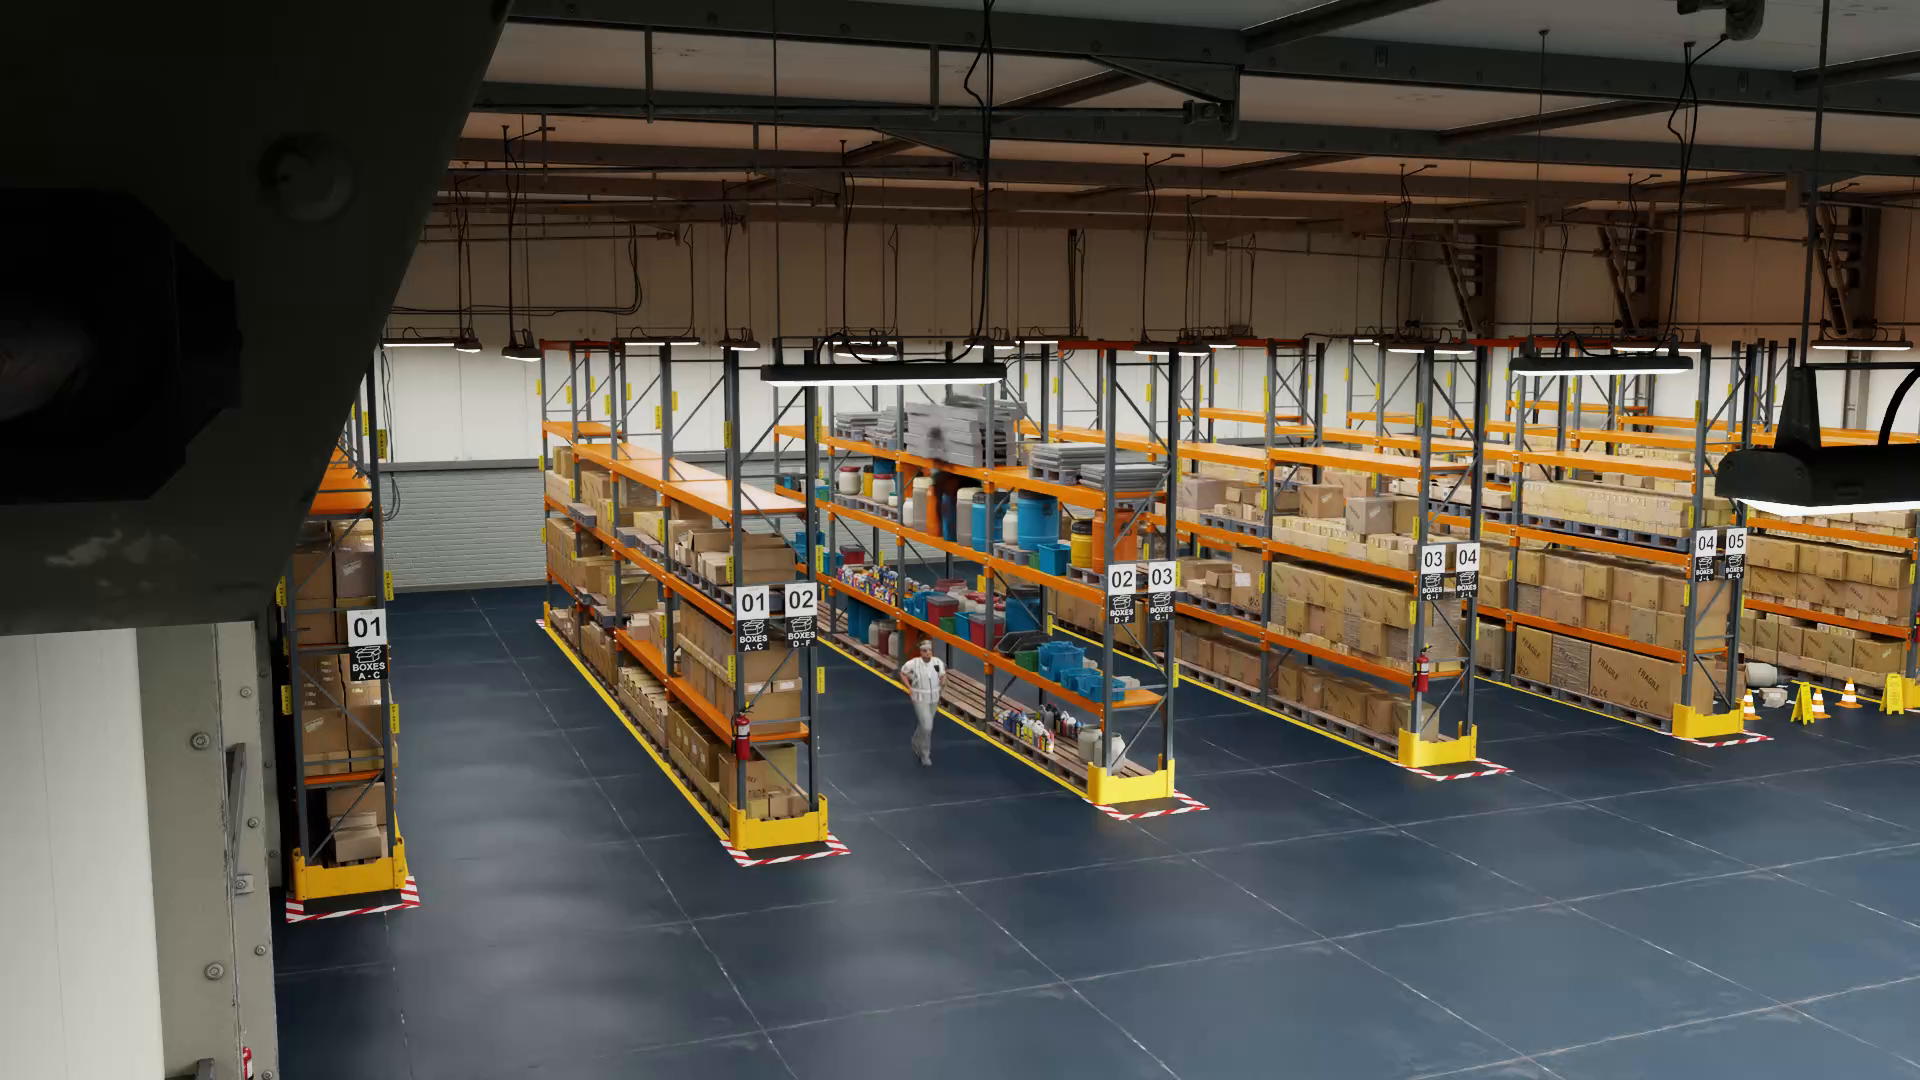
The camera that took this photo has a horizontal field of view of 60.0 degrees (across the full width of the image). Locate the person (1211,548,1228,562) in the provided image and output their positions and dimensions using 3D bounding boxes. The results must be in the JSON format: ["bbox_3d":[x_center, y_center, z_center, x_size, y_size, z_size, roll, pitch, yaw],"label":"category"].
[{"bbox_3d":[6.487,0.010,42.073,0.563,1.748,0.660,-2,8,-17],"label":"person"}]

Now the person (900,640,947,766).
[{"bbox_3d":[-0.488,2.343,24.126,0.626,1.863,0.800,-4,9,-31],"label":"person"}]

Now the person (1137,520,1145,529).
[{"bbox_3d":[4.432,0.186,41.279,0.779,1.559,0.639,-6,10,-39],"label":"person"}]
